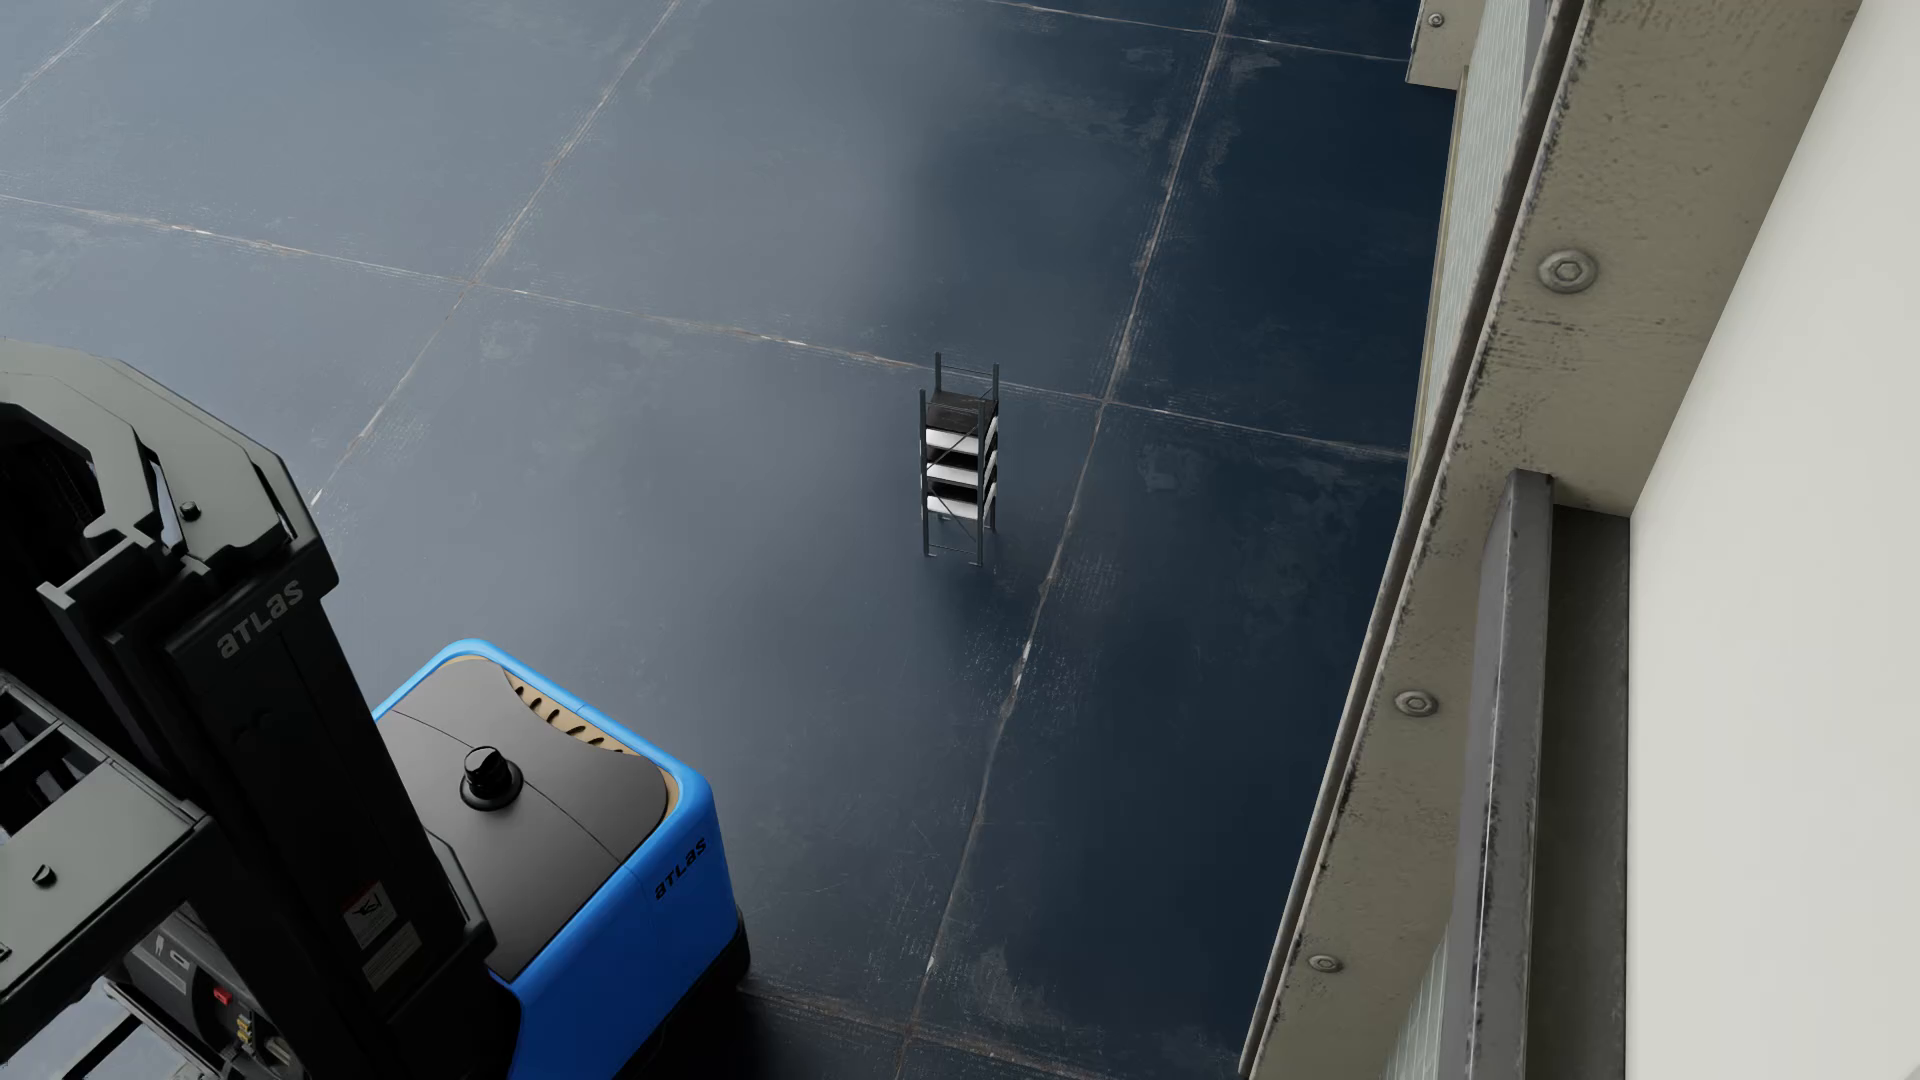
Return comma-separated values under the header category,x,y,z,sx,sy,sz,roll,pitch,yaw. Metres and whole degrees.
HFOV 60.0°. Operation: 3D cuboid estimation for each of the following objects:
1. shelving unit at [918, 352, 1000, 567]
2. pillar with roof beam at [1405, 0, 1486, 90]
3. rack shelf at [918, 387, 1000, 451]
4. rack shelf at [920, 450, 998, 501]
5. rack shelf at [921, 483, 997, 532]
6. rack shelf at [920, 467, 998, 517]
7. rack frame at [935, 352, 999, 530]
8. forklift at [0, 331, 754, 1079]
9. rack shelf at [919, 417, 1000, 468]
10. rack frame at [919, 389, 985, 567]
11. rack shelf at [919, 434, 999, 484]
category,x,y,z,sx,sy,sz,roll,pitch,yaw
shelving unit,-0.002,-0.292,6.326,0.258,0.900,0.210,12,50,10
pillar with roof beam,-1.594,-6.365,6.285,9.100,9.000,0.400,12,50,10
rack shelf,-0.002,-0.449,6.149,0.258,0.077,0.200,12,50,10
rack shelf,-0.002,-0.270,6.351,0.258,0.077,0.200,12,50,10
rack shelf,-0.002,-0.151,6.486,0.258,0.077,0.200,12,50,10
rack shelf,-0.002,-0.210,6.419,0.258,0.077,0.200,12,50,10
rack frame,0.025,-0.365,6.391,0.240,0.900,0.006,12,50,10
forklift,-1.918,1.117,3.728,1.130,2.935,3.031,27,54,22
rack shelf,-0.002,-0.389,6.216,0.258,0.077,0.200,12,50,10
rack frame,-0.029,-0.218,6.261,0.240,0.900,0.006,12,50,10
rack shelf,-0.002,-0.329,6.284,0.258,0.077,0.200,12,50,10
